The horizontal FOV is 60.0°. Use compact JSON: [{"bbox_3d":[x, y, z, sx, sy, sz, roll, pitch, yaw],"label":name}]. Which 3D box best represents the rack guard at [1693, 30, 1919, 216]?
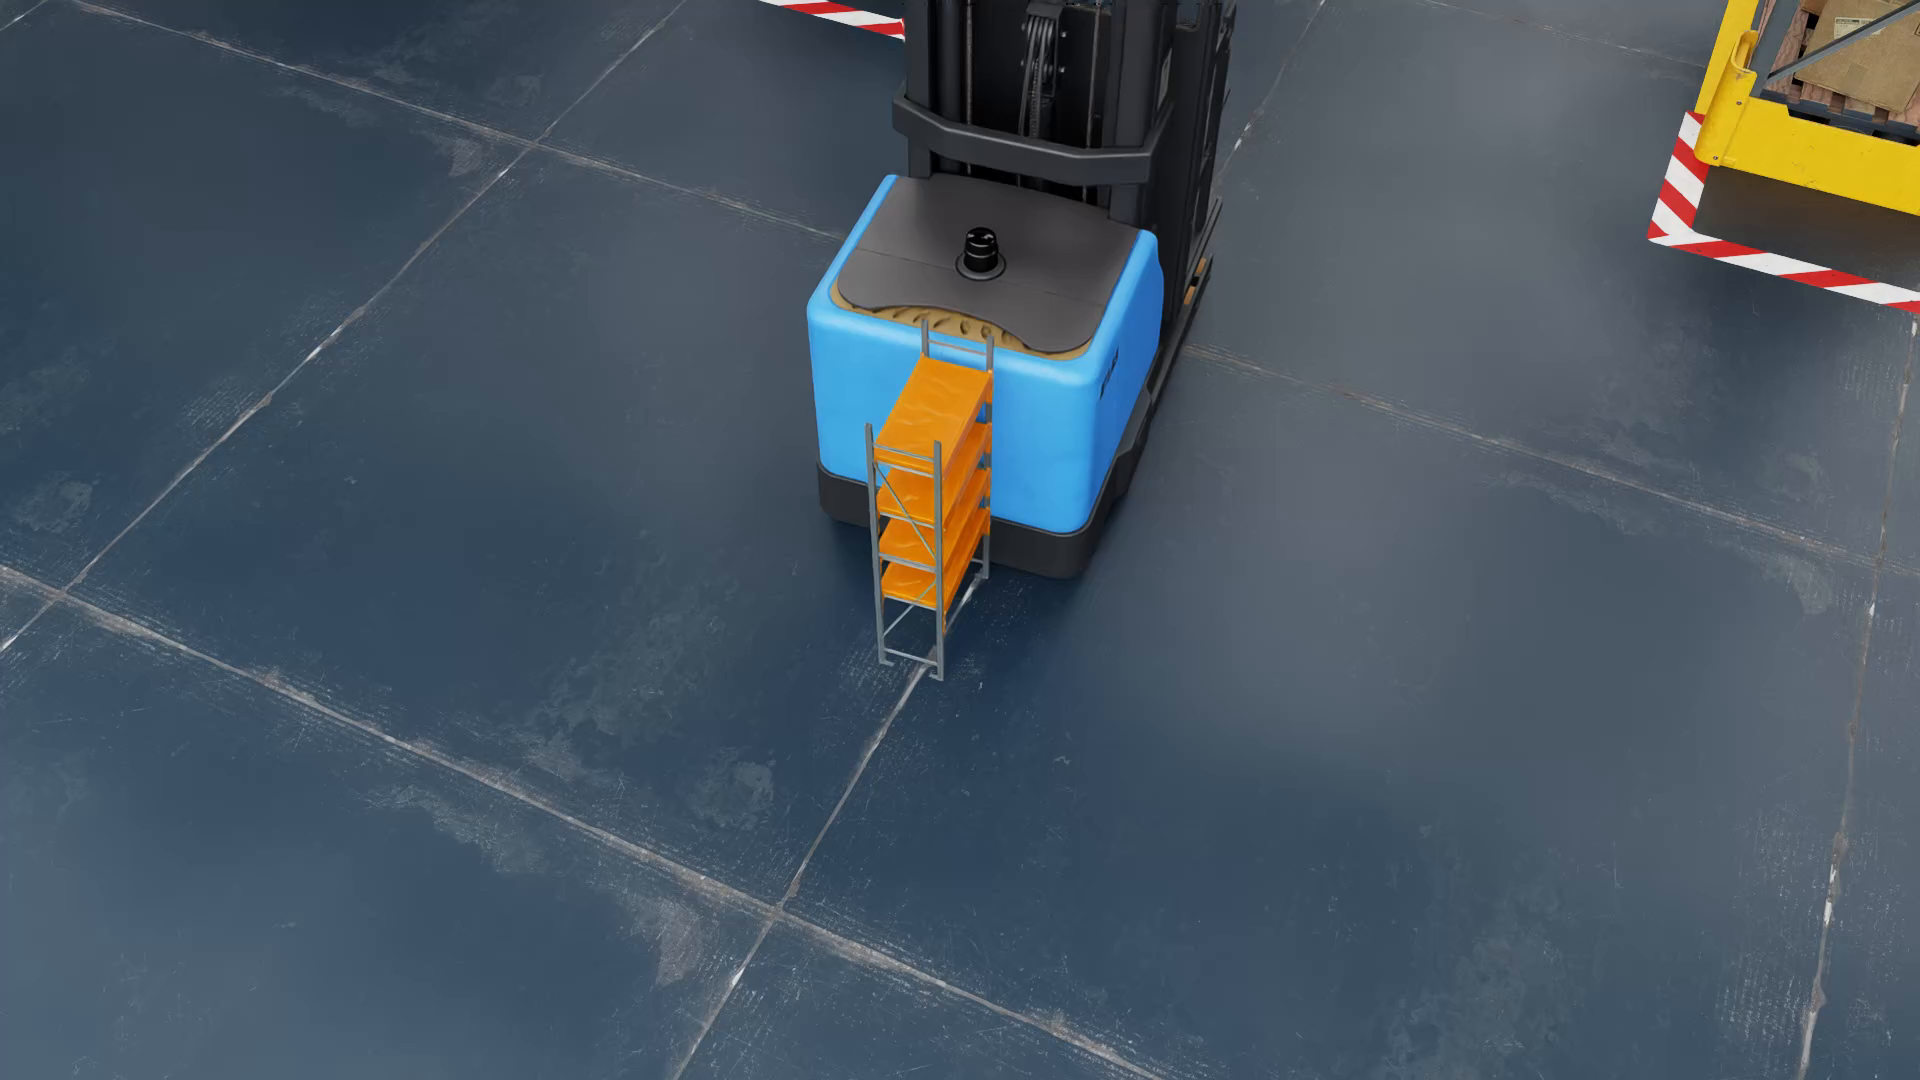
[{"bbox_3d":[4.016,-1.867,7.510,1.175,0.500,0.348,20,52,16],"label":"rack guard"}]

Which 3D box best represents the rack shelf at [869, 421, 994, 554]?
[{"bbox_3d":[-0.089,-0.205,5.431,0.258,0.148,0.480,15,51,12],"label":"rack shelf"}]

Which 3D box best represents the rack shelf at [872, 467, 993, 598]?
[{"bbox_3d":[-0.089,-0.060,5.602,0.258,0.148,0.480,15,51,12],"label":"rack shelf"}]

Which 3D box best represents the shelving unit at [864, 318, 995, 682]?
[{"bbox_3d":[-0.089,-0.104,5.550,0.258,1.200,0.503,15,51,12],"label":"shelving unit"}]

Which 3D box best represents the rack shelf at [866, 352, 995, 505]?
[{"bbox_3d":[-0.089,-0.358,5.251,0.258,0.148,0.480,15,51,12],"label":"rack shelf"}]

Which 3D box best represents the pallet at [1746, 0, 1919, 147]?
[{"bbox_3d":[4.395,-2.321,8.087,1.003,0.211,1.213,20,52,16],"label":"pallet"}]

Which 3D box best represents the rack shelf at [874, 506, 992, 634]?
[{"bbox_3d":[-0.089,0.069,5.753,0.258,0.148,0.480,15,51,12],"label":"rack shelf"}]

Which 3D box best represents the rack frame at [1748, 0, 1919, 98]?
[{"bbox_3d":[3.984,-2.625,6.514,1.000,3.000,0.127,20,52,16],"label":"rack frame"}]

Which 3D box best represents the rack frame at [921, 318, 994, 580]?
[{"bbox_3d":[-0.008,-0.279,5.699,0.240,1.200,0.015,15,51,12],"label":"rack frame"}]

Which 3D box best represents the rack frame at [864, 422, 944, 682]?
[{"bbox_3d":[-0.170,0.072,5.401,0.240,1.200,0.015,15,51,12],"label":"rack frame"}]

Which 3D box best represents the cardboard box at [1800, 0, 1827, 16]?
[{"bbox_3d":[4.490,-2.798,8.027,0.500,0.500,0.500,33,57,25],"label":"cardboard box"}]

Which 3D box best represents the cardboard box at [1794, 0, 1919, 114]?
[{"bbox_3d":[4.266,-2.375,7.667,0.500,0.500,0.500,29,55,22],"label":"cardboard box"}]

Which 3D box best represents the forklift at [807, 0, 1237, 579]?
[{"bbox_3d":[0.442,-1.959,5.993,1.130,2.935,3.031,15,51,12],"label":"forklift"}]
